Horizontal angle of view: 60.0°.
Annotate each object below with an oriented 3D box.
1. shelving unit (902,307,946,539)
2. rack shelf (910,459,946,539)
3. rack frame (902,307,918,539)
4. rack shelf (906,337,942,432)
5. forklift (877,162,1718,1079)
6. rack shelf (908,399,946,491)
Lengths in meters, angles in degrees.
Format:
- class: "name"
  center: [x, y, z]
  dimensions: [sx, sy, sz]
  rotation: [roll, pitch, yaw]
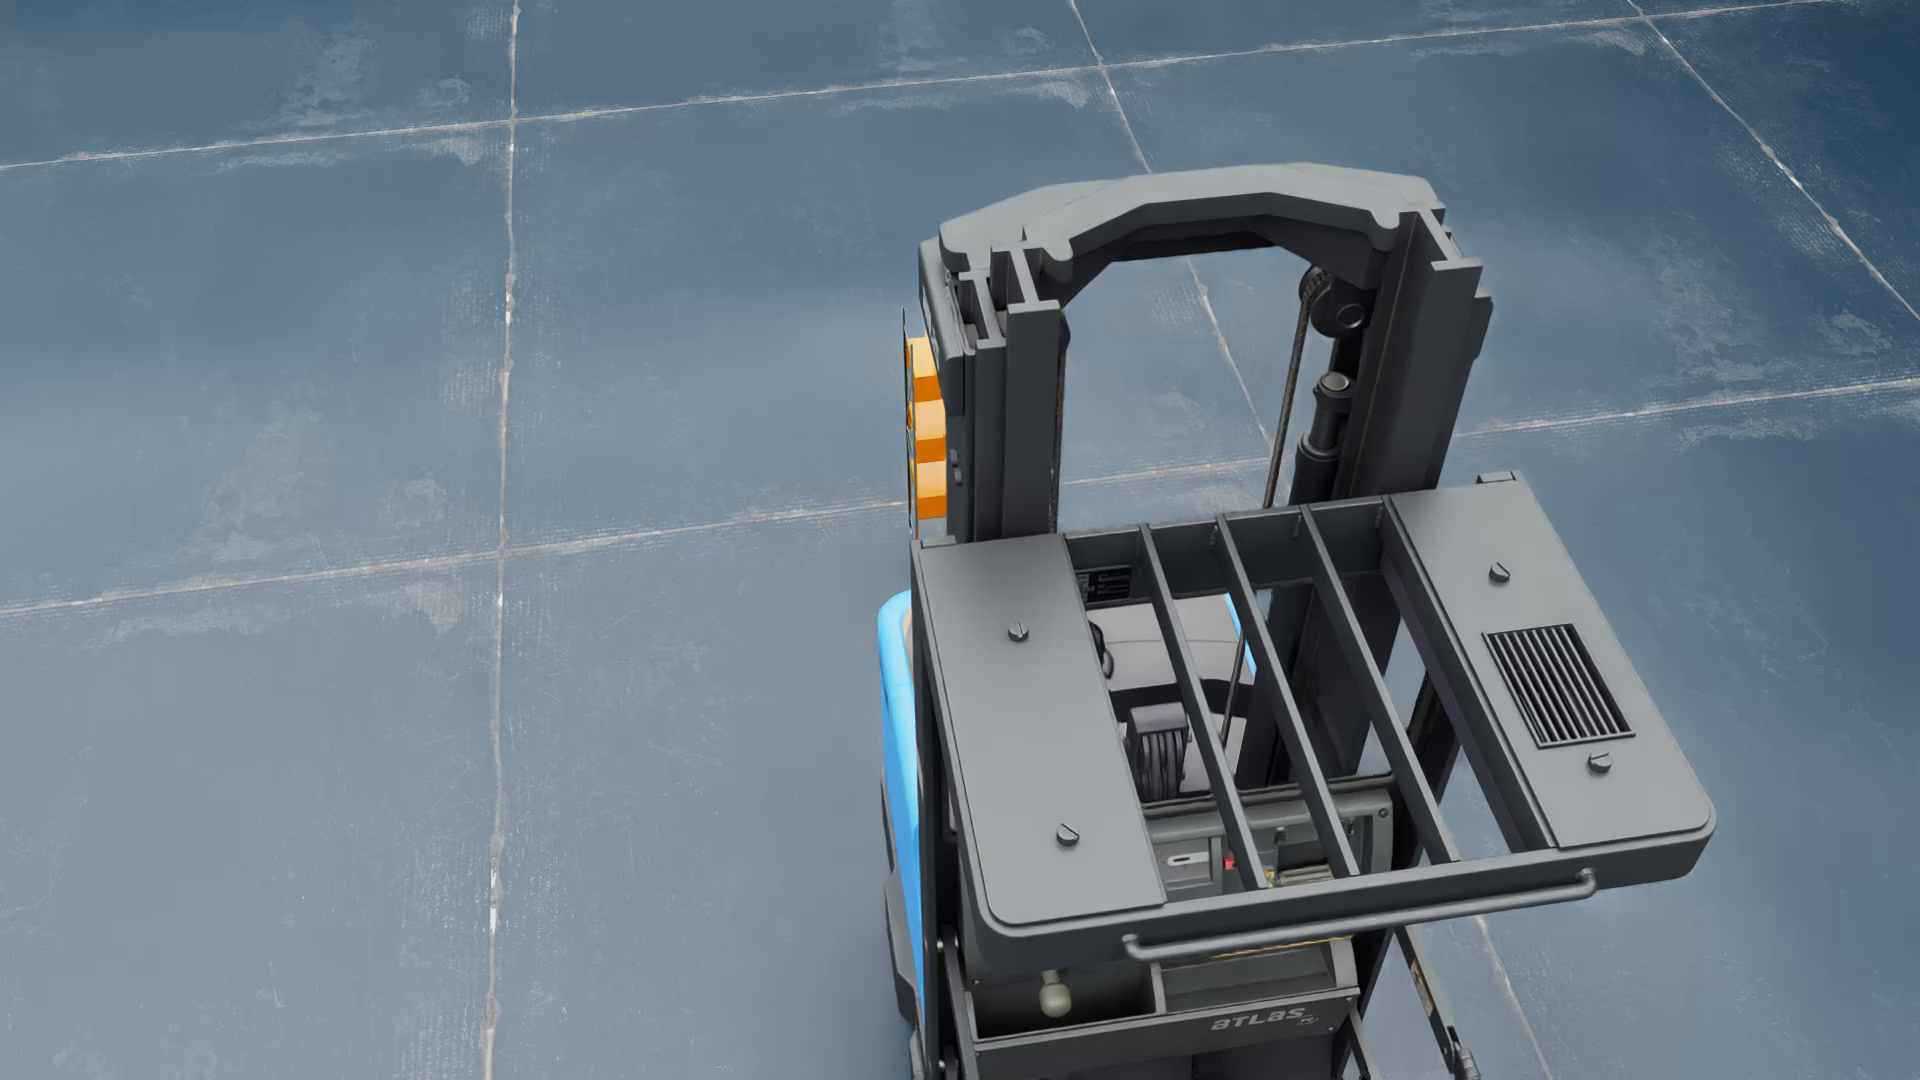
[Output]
- class: "shelving unit"
  center: [-0.053, -0.358, 5.866]
  dimensions: [0.252, 1.050, 0.215]
  rotation: [-7, 46, -7]
- class: "rack shelf"
  center: [-0.053, -0.158, 6.073]
  dimensions: [0.240, 0.259, 0.215]
  rotation: [-7, 46, -7]
- class: "rack frame"
  center: [-0.173, -0.343, 5.851]
  dimensions: [0.008, 1.050, 0.200]
  rotation: [-7, 46, -7]
- class: "rack shelf"
  center: [-0.053, -0.547, 5.669]
  dimensions: [0.240, 0.259, 0.215]
  rotation: [-7, 46, -7]
- class: "forklift"
  center: [0.498, 0.868, 3.379]
  dimensions: [1.130, 2.935, 3.031]
  rotation: [-7, 46, -6]
- class: "rack shelf"
  center: [-0.053, -0.350, 5.873]
  dimensions: [0.240, 0.259, 0.215]
  rotation: [-7, 46, -7]
